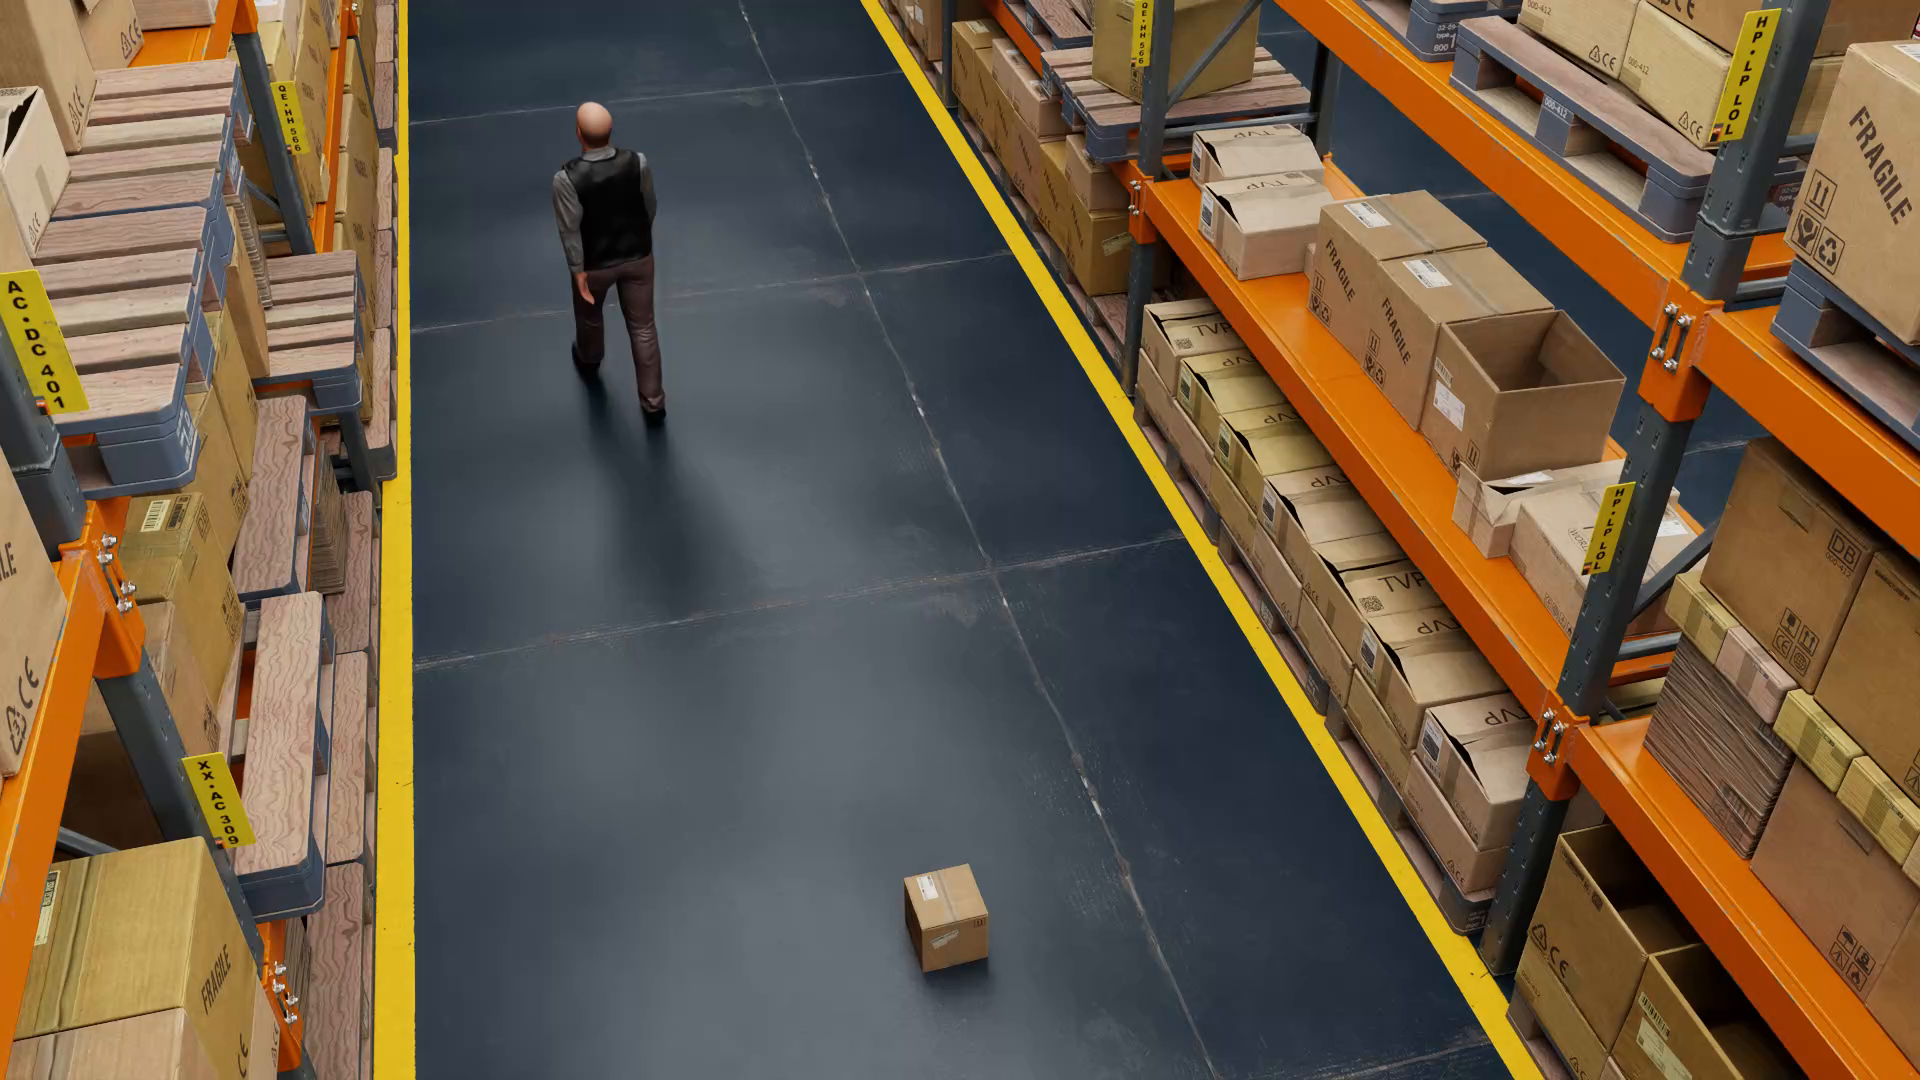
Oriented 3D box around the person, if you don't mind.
[{"bbox_3d":[-1.838,-1.534,8.683,0.551,1.671,0.967,-16,41,-19],"label":"person"}]
